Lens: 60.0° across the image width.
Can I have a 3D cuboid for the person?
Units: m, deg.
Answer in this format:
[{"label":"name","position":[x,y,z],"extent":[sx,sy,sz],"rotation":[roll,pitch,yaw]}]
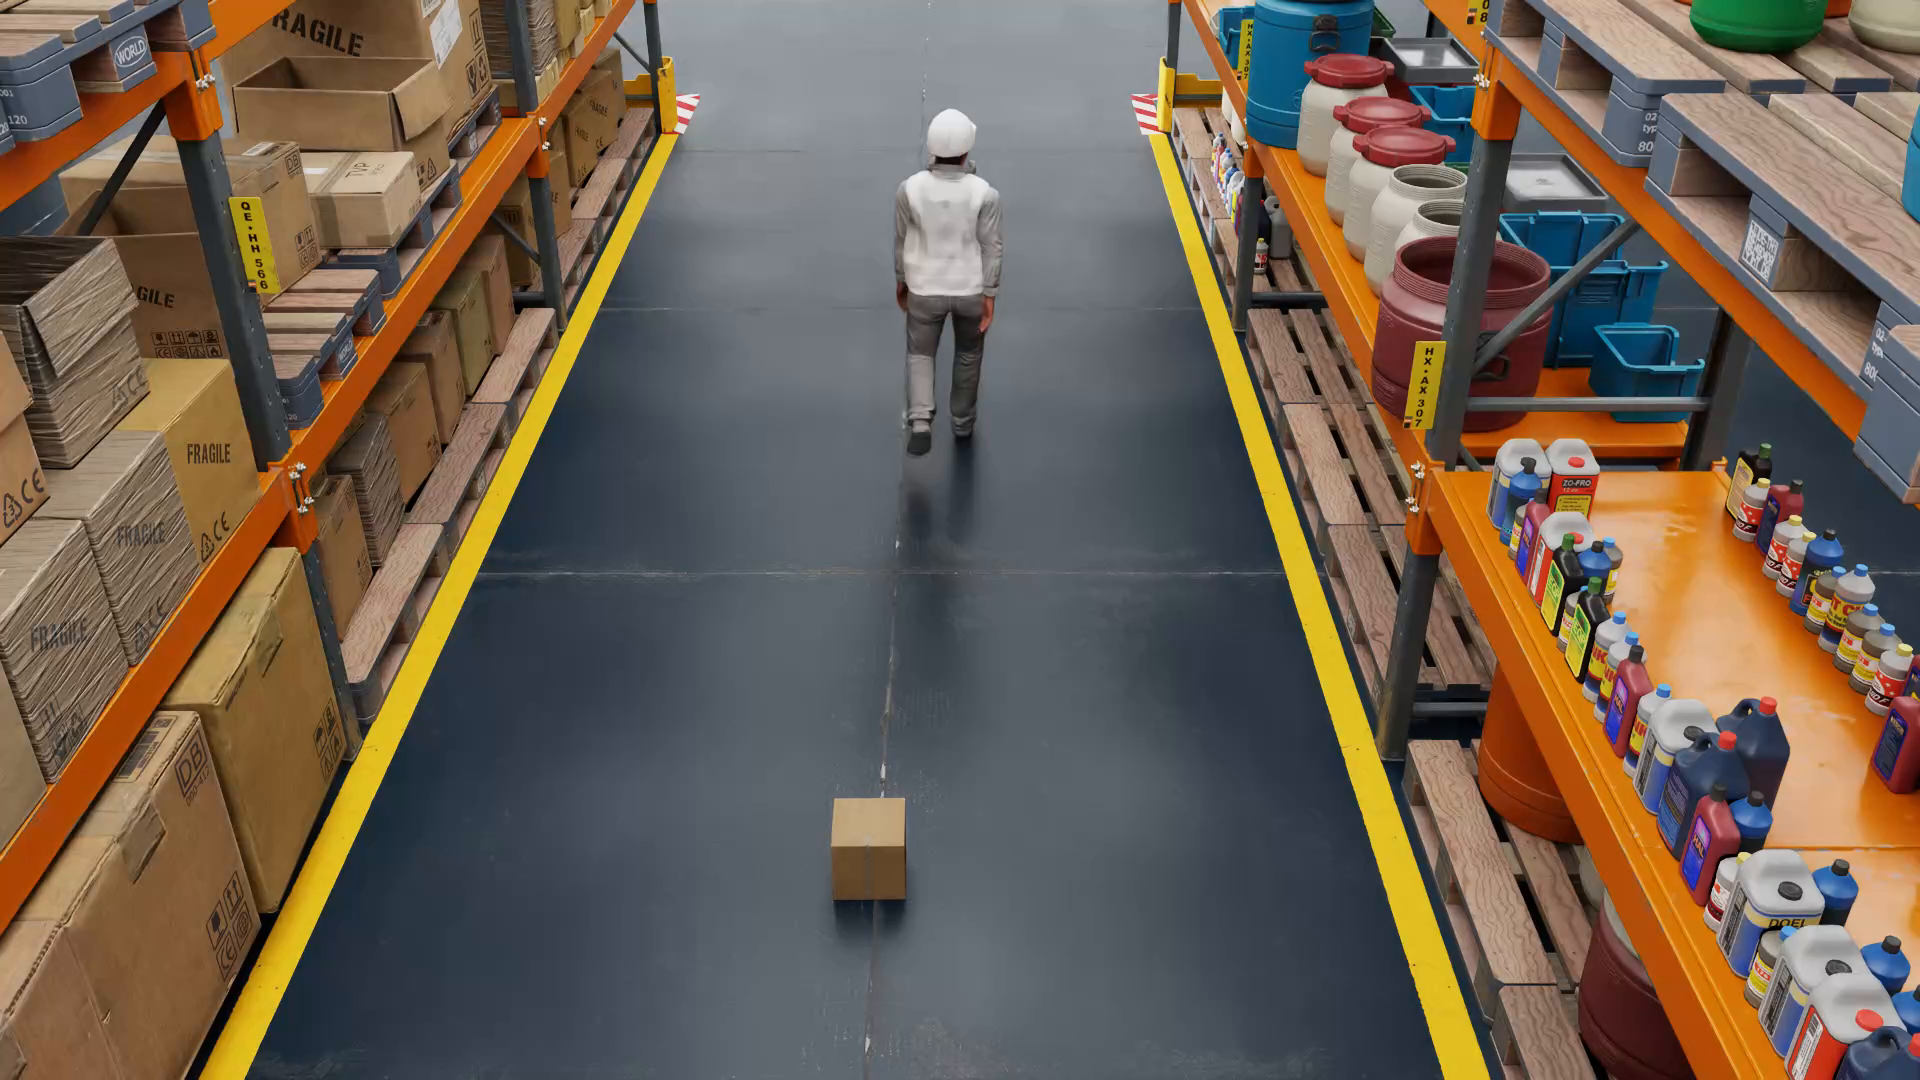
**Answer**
[{"label":"person","position":[-0.059,-1.233,8.108],"extent":[0.530,1.750,0.786],"rotation":[2,31,3]}]
